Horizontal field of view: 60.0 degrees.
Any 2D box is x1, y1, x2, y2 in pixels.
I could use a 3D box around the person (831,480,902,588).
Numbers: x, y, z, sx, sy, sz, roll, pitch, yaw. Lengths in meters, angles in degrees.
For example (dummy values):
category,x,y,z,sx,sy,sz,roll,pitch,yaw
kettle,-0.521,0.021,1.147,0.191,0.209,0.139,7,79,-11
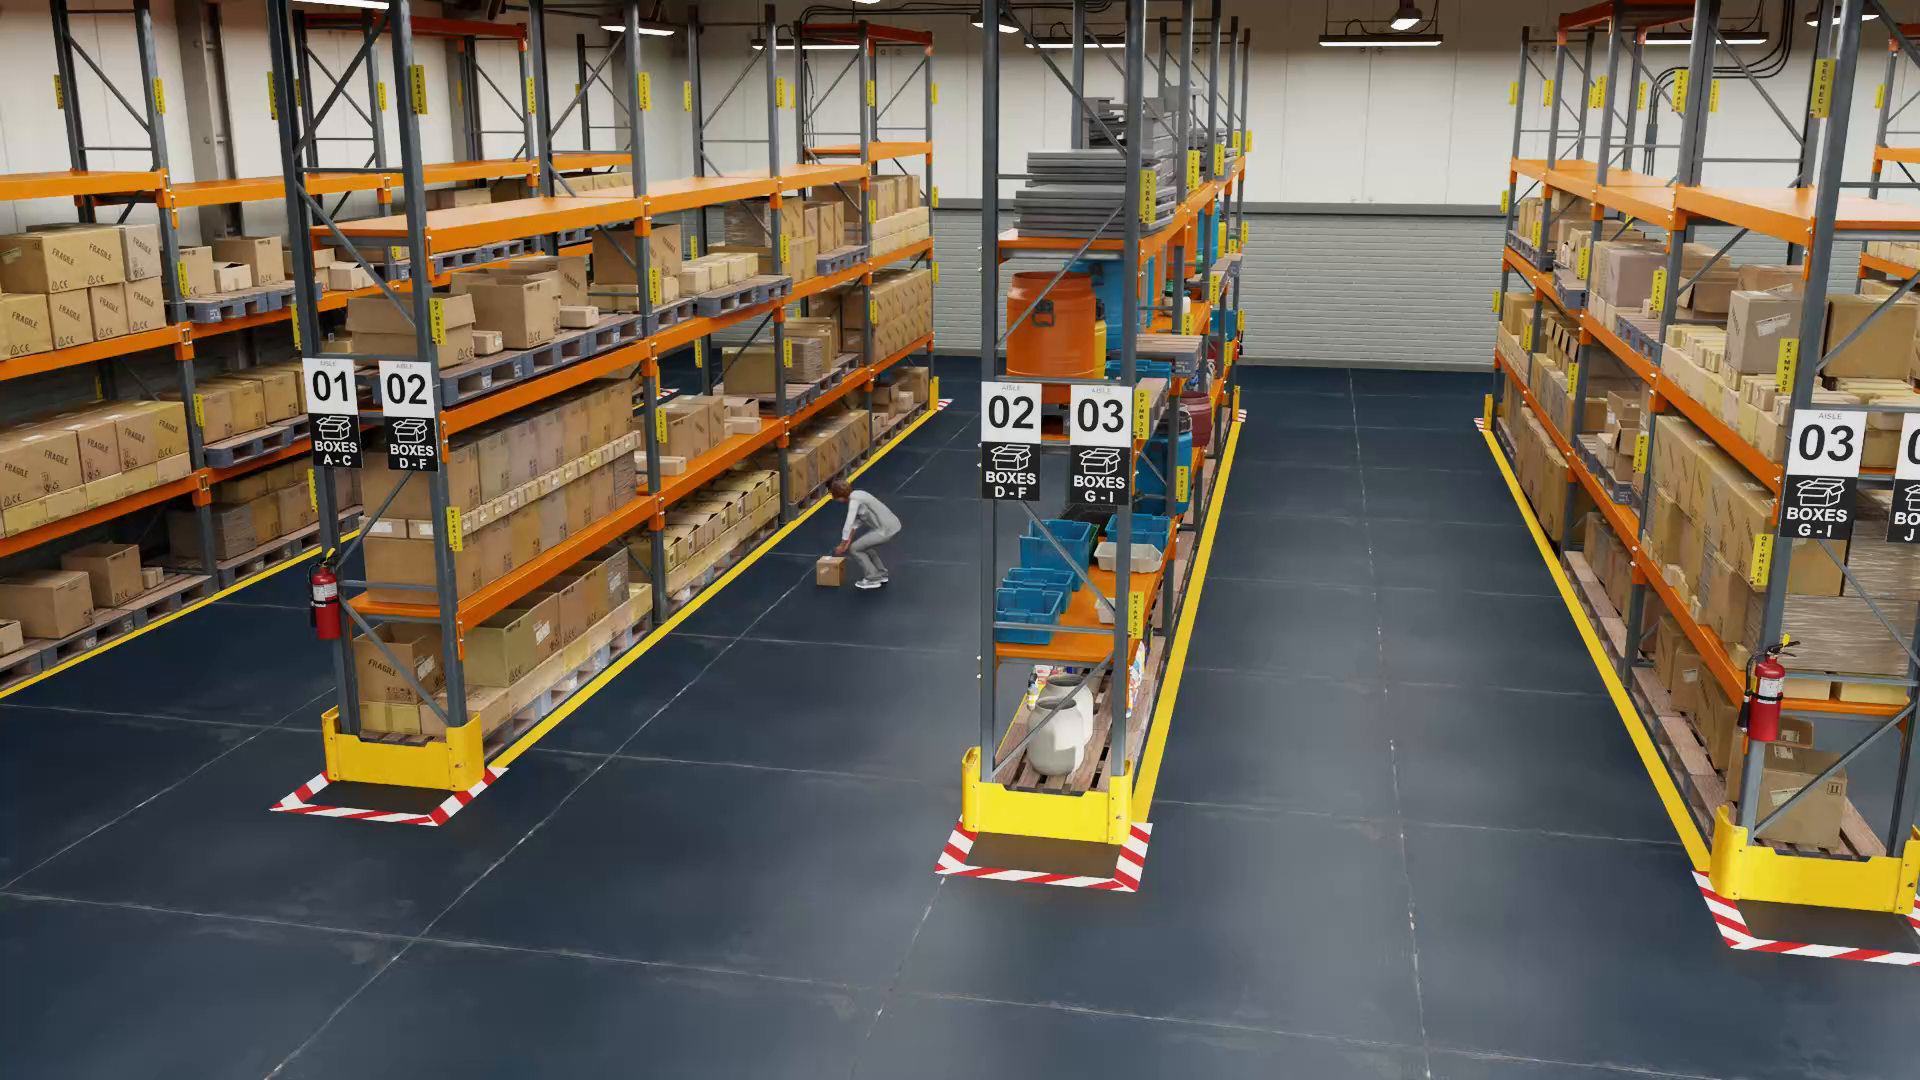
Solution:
category,x,y,z,sx,sy,sz,roll,pitch,yaw
person,-0.988,-0.058,17.481,0.736,1.115,0.463,3,15,11
